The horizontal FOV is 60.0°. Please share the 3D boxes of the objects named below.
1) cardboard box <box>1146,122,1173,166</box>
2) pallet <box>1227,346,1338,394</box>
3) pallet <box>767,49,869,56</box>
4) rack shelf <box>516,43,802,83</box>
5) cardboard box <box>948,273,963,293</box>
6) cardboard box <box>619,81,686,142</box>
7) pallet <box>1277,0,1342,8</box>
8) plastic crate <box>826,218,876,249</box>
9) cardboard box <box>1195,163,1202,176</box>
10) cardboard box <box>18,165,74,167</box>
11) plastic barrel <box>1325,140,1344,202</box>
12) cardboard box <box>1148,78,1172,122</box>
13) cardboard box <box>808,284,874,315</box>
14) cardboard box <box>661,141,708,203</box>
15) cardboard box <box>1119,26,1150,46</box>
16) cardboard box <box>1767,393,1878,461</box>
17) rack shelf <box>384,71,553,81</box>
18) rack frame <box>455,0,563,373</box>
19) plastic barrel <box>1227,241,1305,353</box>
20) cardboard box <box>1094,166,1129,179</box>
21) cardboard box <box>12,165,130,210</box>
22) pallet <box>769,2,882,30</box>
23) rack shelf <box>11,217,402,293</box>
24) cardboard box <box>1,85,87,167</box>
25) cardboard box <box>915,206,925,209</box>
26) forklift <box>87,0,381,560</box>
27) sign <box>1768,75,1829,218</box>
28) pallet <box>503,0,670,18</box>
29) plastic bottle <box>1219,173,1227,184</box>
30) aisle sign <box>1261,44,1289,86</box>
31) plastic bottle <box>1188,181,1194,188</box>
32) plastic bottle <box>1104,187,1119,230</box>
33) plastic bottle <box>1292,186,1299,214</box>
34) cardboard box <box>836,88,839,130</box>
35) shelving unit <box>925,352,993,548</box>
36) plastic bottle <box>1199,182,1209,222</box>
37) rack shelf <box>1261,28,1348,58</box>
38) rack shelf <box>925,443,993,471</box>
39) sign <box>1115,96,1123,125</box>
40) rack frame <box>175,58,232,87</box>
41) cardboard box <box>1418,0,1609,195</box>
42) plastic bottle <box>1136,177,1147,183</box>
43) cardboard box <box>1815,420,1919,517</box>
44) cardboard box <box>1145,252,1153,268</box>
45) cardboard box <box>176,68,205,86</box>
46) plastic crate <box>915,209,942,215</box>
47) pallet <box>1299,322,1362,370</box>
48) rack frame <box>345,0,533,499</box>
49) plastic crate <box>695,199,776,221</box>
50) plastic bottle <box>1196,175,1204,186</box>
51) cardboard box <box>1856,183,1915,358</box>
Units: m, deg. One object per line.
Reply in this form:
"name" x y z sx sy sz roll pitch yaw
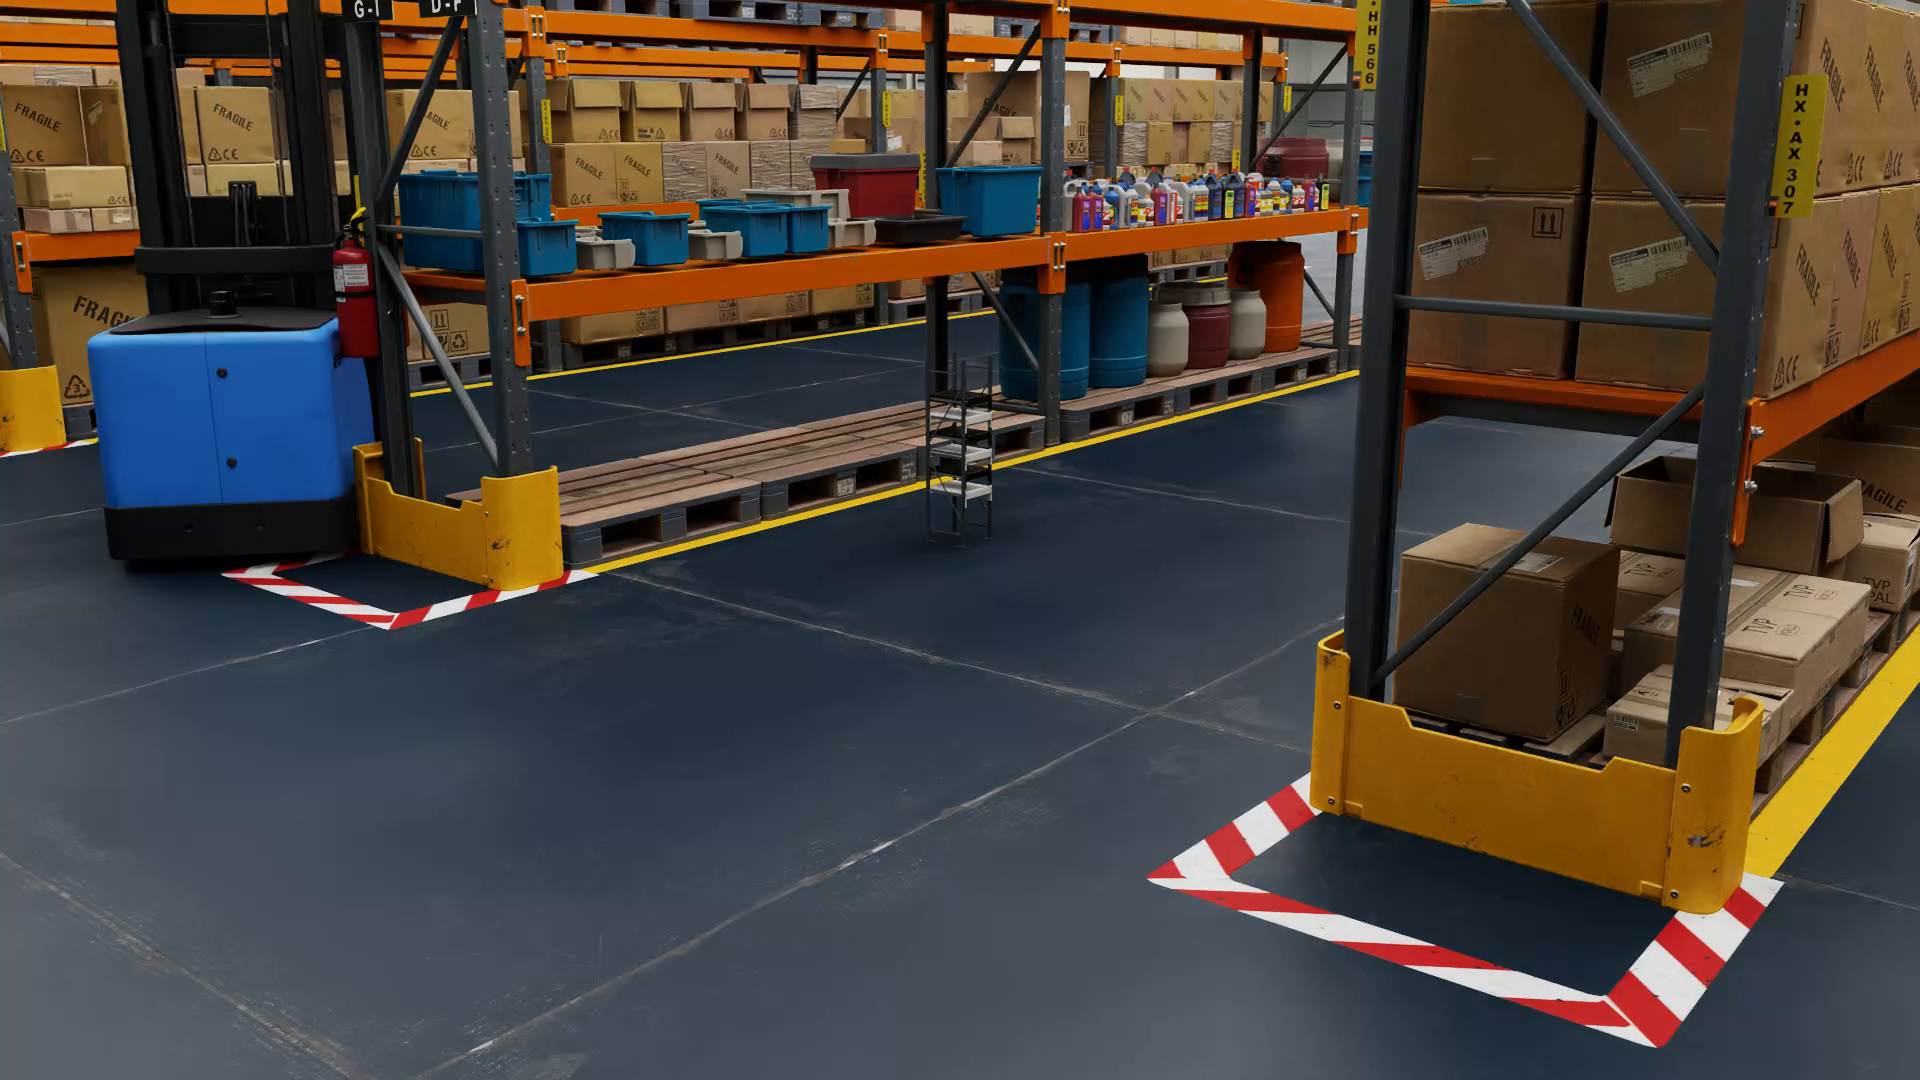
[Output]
"cardboard box" 2.051 -4.777 20.028 0.875 0.500 0.500 11 18 38
"pallet" 2.254 -1.376 13.111 1.003 0.211 1.213 11 18 38
"pallet" -1.893 -6.770 22.770 1.003 0.211 1.213 11 18 38
"rack shelf" -3.673 -5.927 20.729 1.077 0.370 4.000 11 18 38
"cardboard box" -0.391 -2.893 17.602 0.700 0.500 0.500 9 17 33
"cardboard box" -2.814 -3.673 14.250 0.797 0.503 0.637 12 18 38
"pallet" 2.160 -4.116 12.525 1.003 0.211 1.213 11 18 38
"plastic crate" -0.658 -1.640 8.902 0.293 0.136 0.466 11 18 38
"cardboard box" 2.802 -4.635 20.785 0.380 0.149 0.250 11 18 38
"cardboard box" -6.065 -2.325 10.883 0.500 0.250 0.500 11 18 37
"plastic barrel" 3.197 -3.169 14.280 0.421 0.512 0.421 0 14 0
"cardboard box" 2.172 -5.238 19.810 0.500 0.500 0.500 11 18 38
"cardboard box" -1.585 -2.696 16.107 1.225 0.875 0.875 10 17 35
"cardboard box" -2.536 -3.176 14.328 0.500 0.500 0.500 11 18 36
"cardboard box" 1.861 -5.845 19.253 0.500 0.250 0.500 10 18 35
"cardboard box" 4.141 -0.492 8.152 0.500 0.500 0.500 11 18 37
"rack shelf" -8.935 -8.207 29.705 1.077 0.370 4.000 11 18 38
"rack frame" -3.649 -2.886 13.389 1.000 3.000 0.127 11 18 38
"plastic barrel" 2.423 -1.940 13.224 0.600 0.830 0.708 11 18 38
"cardboard box" 1.748 -4.290 19.430 0.380 0.149 0.250 11 18 38
"cardboard box" -5.652 -2.241 10.553 0.500 0.250 0.500 11 18 36
"pallet" -1.499 -4.882 15.541 1.213 0.211 1.003 12 19 40
"rack shelf" -4.906 -2.154 11.970 1.077 0.370 4.000 11 18 38
"cardboard box" -6.062 -2.688 10.791 0.500 0.500 0.500 12 18 38
"cardboard box" -0.828 -4.835 24.527 0.875 0.875 0.875 11 18 37
"forklift" -3.603 -1.646 8.649 1.130 2.935 3.031 -3 14 -10
"sign" 1.962 -0.921 3.900 0.100 0.325 0.005 11 18 38
"pallet" -3.112 -4.430 13.765 0.805 0.209 1.217 10 18 35
"plastic bottle" 2.099 -2.772 13.204 0.097 0.271 0.097 0 14 0
"aisle sign" 4.165 -6.409 21.980 0.394 0.787 0.004 11 18 38
"plastic bottle" 1.622 -2.386 11.683 0.097 0.271 0.097 0 14 0
"plastic bottle" 0.969 -2.130 10.677 0.097 0.271 0.097 0 14 0
"plastic bottle" 2.502 -2.563 12.524 0.097 0.201 0.097 0 14 0
"cardboard box" -2.157 -5.866 22.624 0.875 0.550 0.550 11 18 38
"shelving unit" -0.005 -0.435 8.006 0.258 0.900 0.210 11 18 38
"plastic bottle" 1.673 -2.345 11.522 0.097 0.271 0.097 0 14 0
"rack shelf" 3.974 -4.373 14.615 1.077 0.370 4.000 11 18 38
"rack shelf" -0.005 -0.402 8.014 0.258 0.077 0.200 11 18 38
"sign" 1.813 -4.894 18.942 0.100 0.325 0.005 11 18 38
"rack frame" -7.444 -3.672 16.487 1.000 3.000 0.127 11 18 38
"cardboard box" 1.605 -1.247 4.704 0.500 0.500 0.500 11 18 37
"plastic bottle" 1.322 -2.527 12.228 0.152 0.276 0.135 11 18 38
"cardboard box" 3.916 -0.201 7.003 0.500 0.500 0.500 11 18 38
"cardboard box" 2.015 -3.591 20.390 0.500 0.500 0.500 -9 17 -32
"cardboard box" -7.529 -4.218 15.796 0.500 0.500 0.500 10 18 36
"plastic crate" -0.201 -1.953 10.134 0.396 0.136 0.243 11 18 38
"pallet" 3.234 -1.676 14.291 1.003 0.211 1.213 11 18 38
"rack frame" -2.311 -1.353 7.357 1.000 3.000 0.127 11 18 38
"plastic crate" -1.220 -1.734 9.074 0.416 0.233 0.300 11 18 38
"plastic bottle" 1.856 -2.674 12.818 0.097 0.271 0.097 0 14 0
"cardboard box" 2.661 -0.874 5.267 0.500 0.500 0.500 11 18 37
